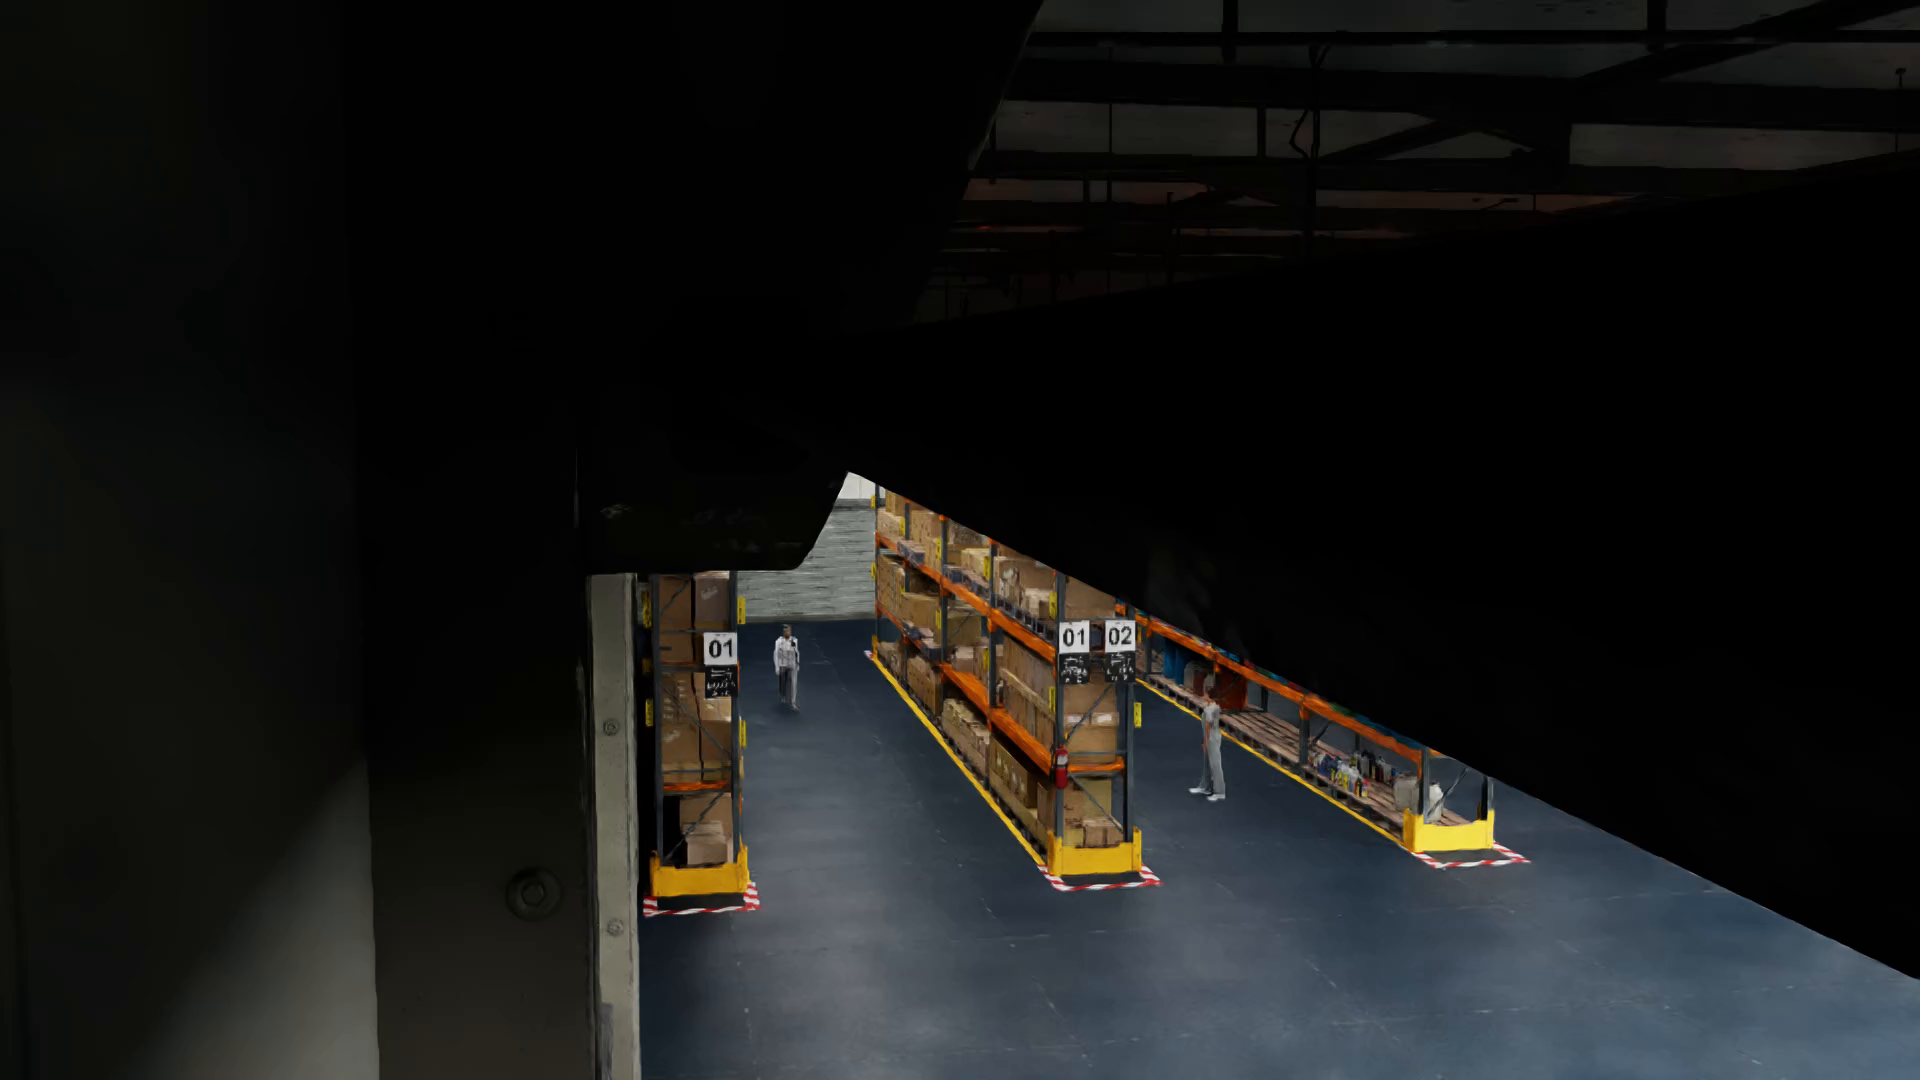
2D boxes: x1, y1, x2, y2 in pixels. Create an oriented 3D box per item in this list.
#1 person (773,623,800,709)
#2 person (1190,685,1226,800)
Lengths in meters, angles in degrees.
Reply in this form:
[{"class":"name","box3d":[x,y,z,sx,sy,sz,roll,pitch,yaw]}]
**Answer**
[{"class":"person","box3d":[-3.238,2.331,31.096,0.495,1.589,1.086,-1,6,-8]},{"class":"person","box3d":[3.678,2.964,24.569,0.565,1.667,0.546,2,6,16]}]
